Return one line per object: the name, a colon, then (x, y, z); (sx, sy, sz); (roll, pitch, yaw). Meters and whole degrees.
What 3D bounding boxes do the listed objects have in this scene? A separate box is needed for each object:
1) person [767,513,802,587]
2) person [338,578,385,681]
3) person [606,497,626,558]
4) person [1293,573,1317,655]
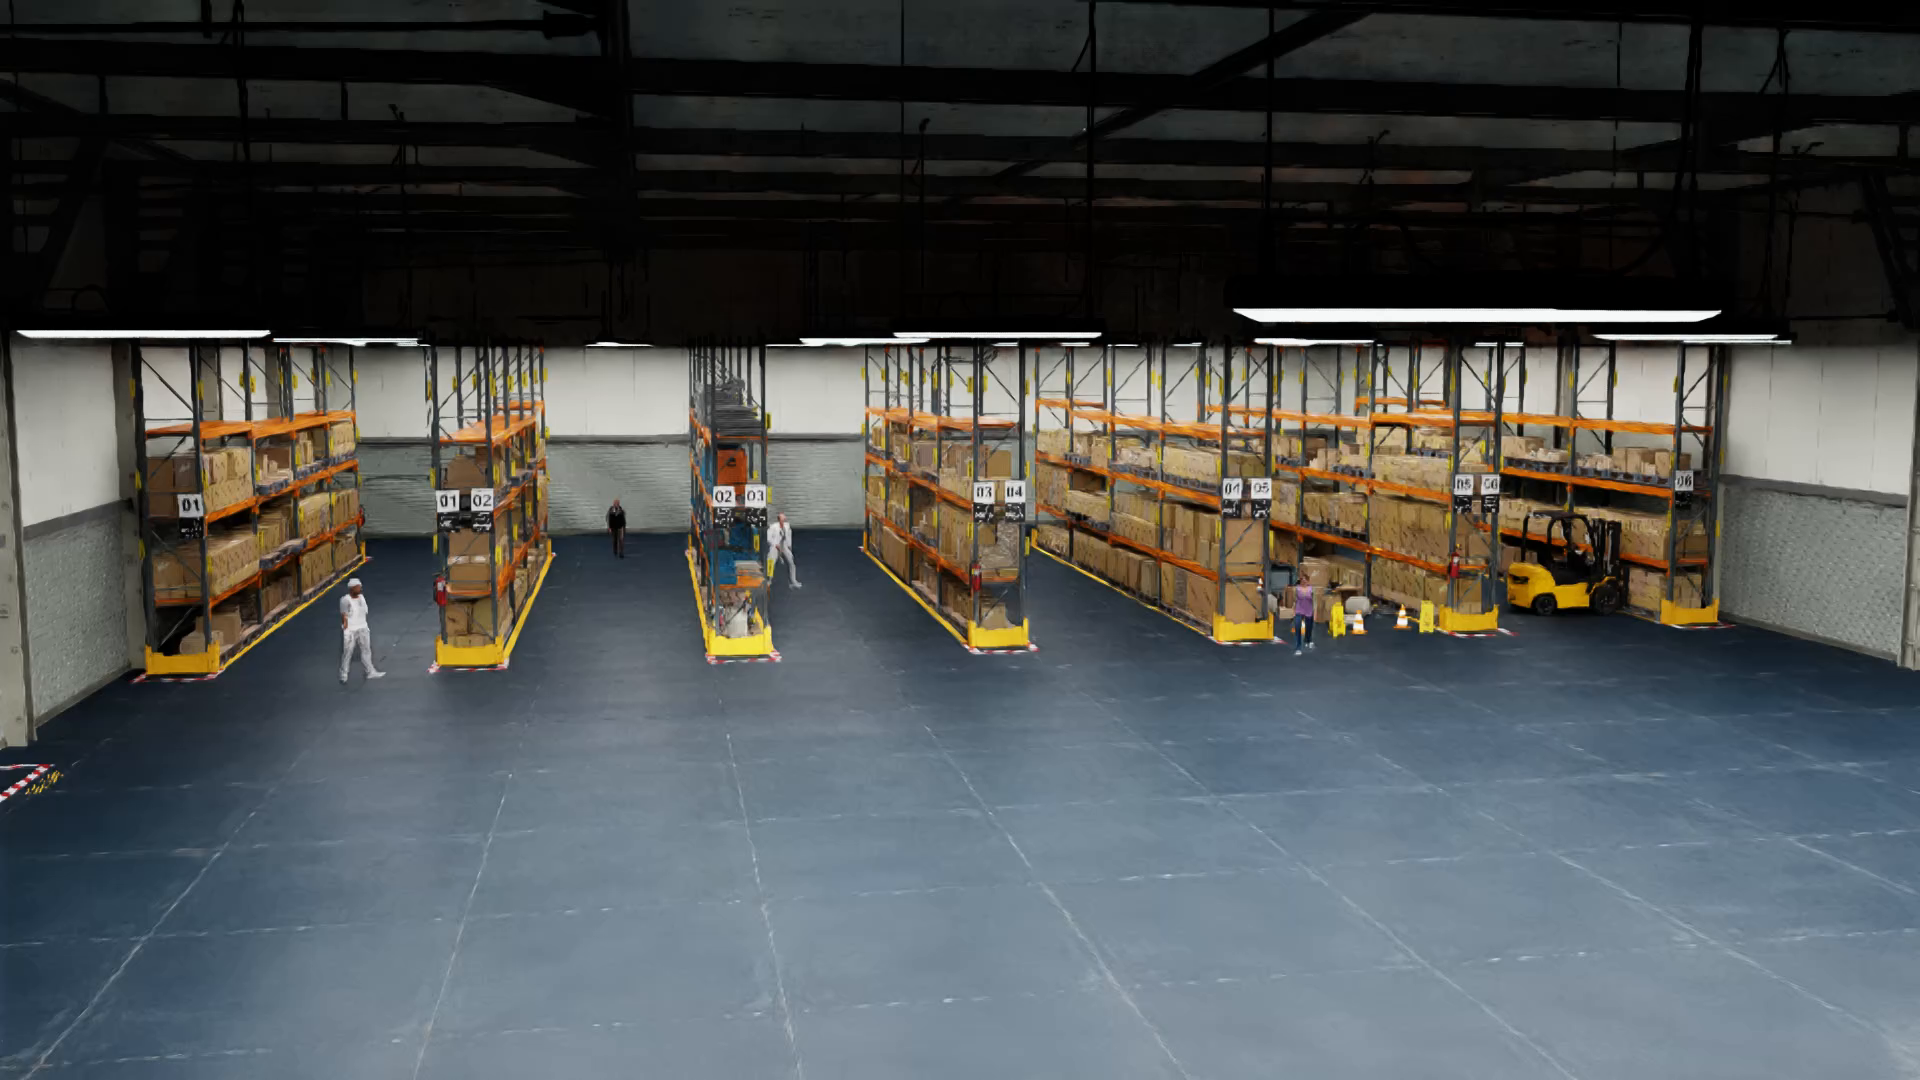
person: (-4.126, 0.220, 38.123); (0.734, 1.715, 0.898); (-3, 7, -26)
person: (-10.427, 1.531, 28.775); (0.542, 1.776, 0.723); (3, 7, 23)
person: (-9.486, -0.366, 45.885); (0.543, 1.631, 1.111); (-1, 7, -9)
person: (6.508, 1.364, 31.378); (0.455, 1.531, 0.868); (1, 7, 11)
